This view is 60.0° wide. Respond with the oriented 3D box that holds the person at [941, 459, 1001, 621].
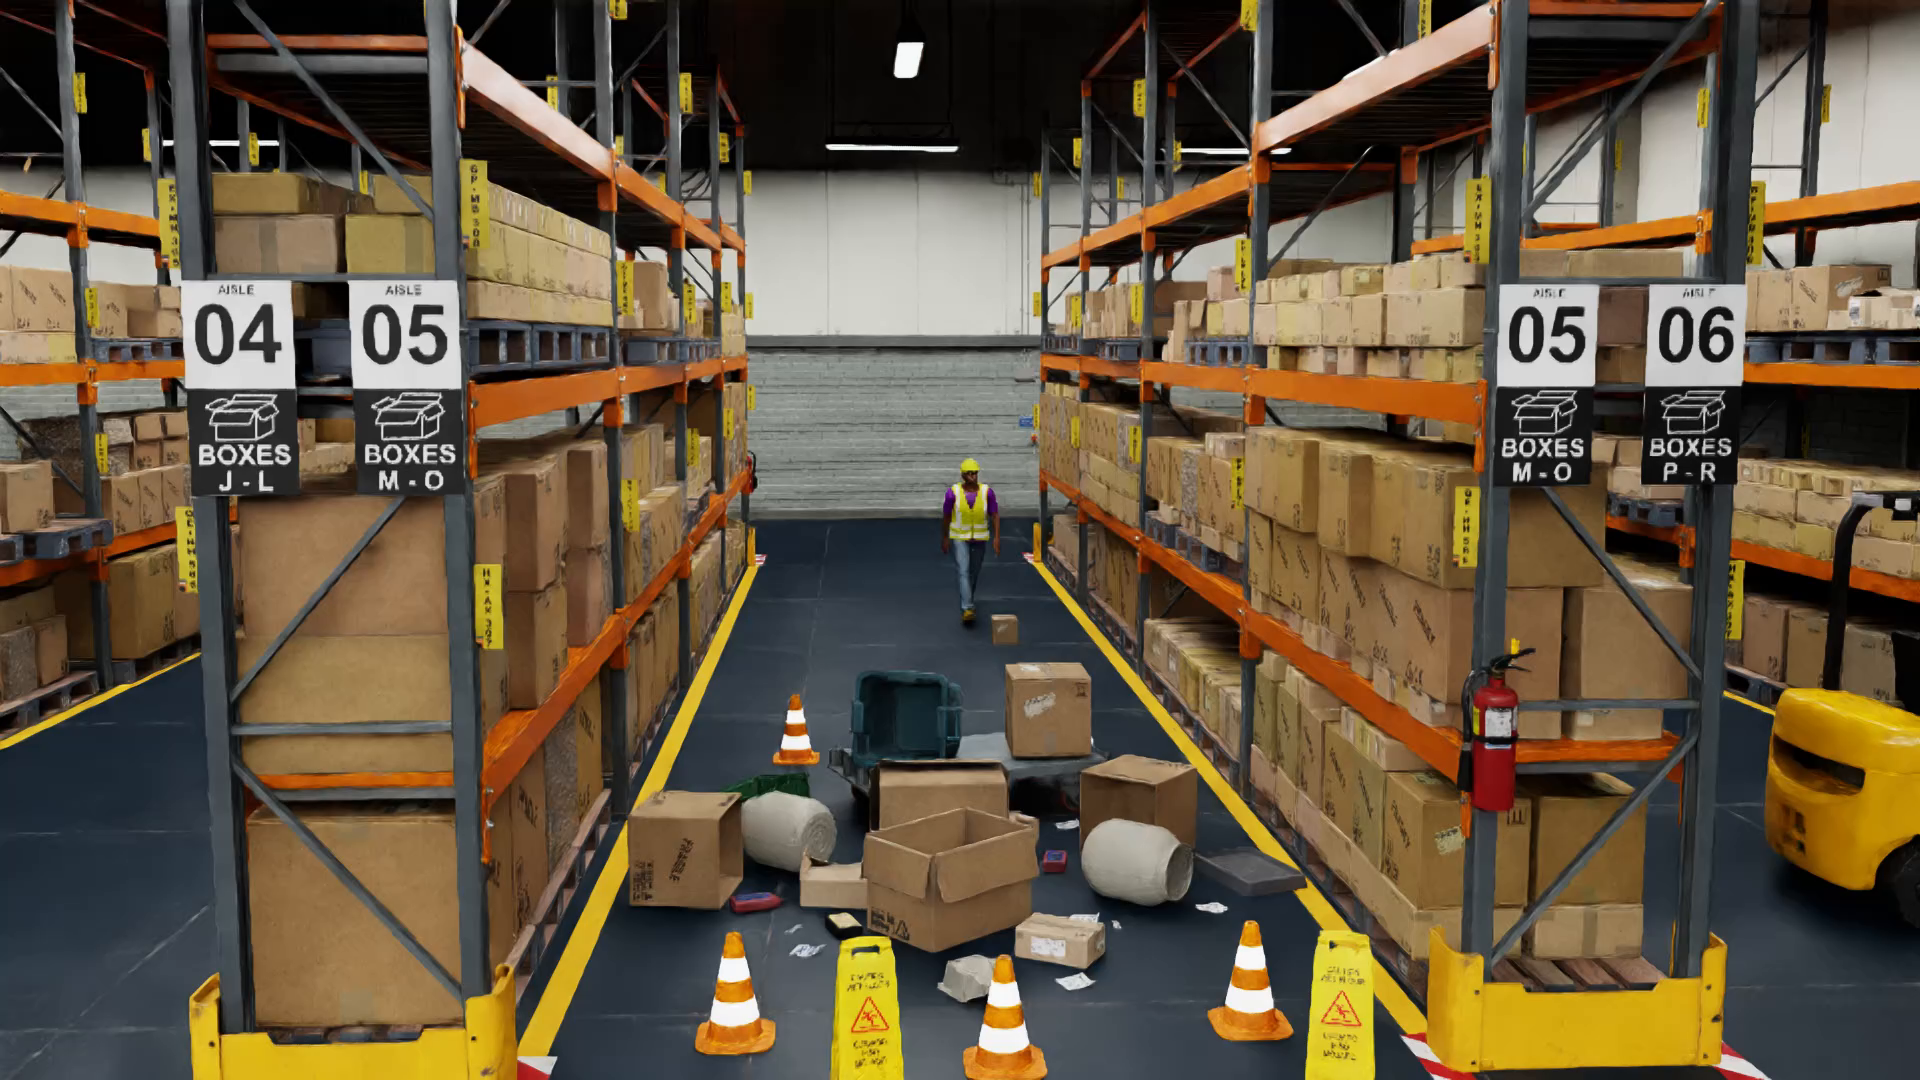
[{"bbox_3d":[0.141,-0.018,17.815,0.592,1.711,0.982,-2,7,-13],"label":"person"}]
